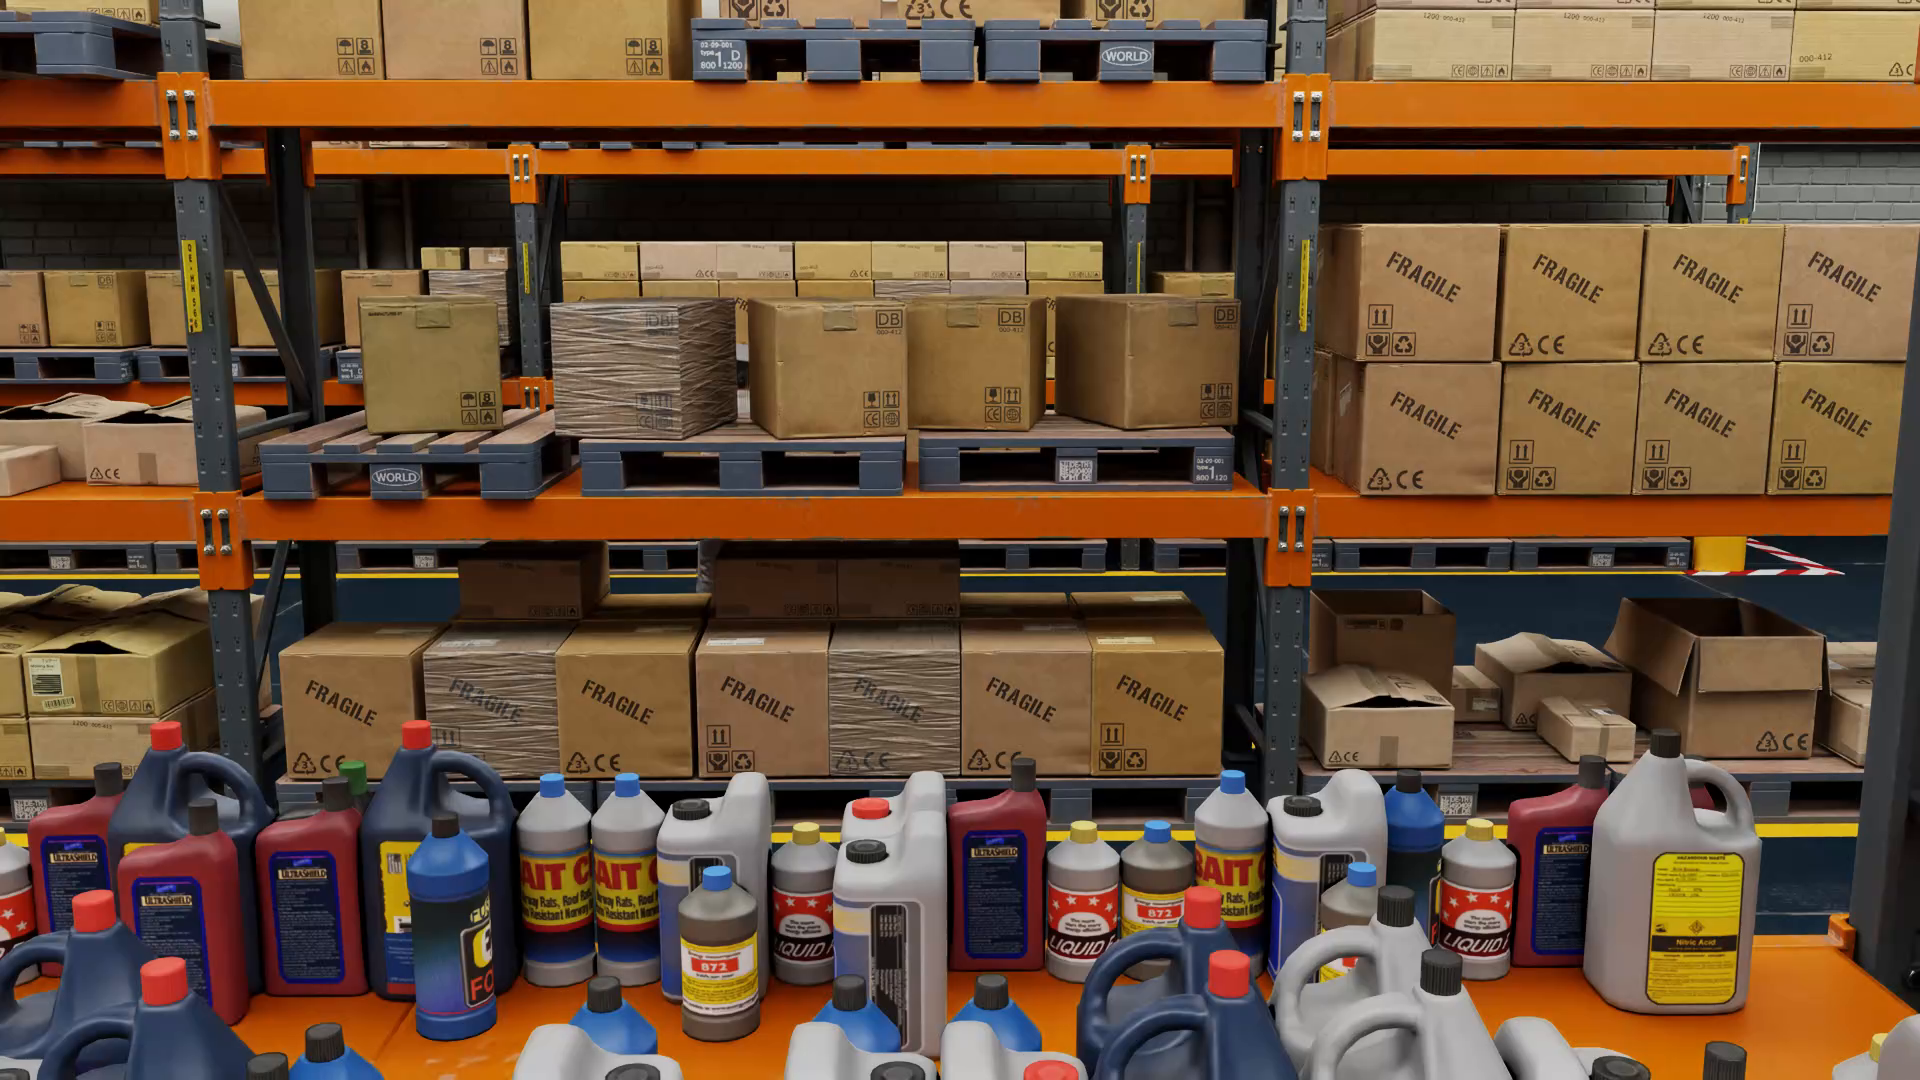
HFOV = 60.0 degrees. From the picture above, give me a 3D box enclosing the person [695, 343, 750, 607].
[{"bbox_3d":[-1.249,-0.222,9.038,0.530,1.686,0.528,-4,11,-23],"label":"person"}]
